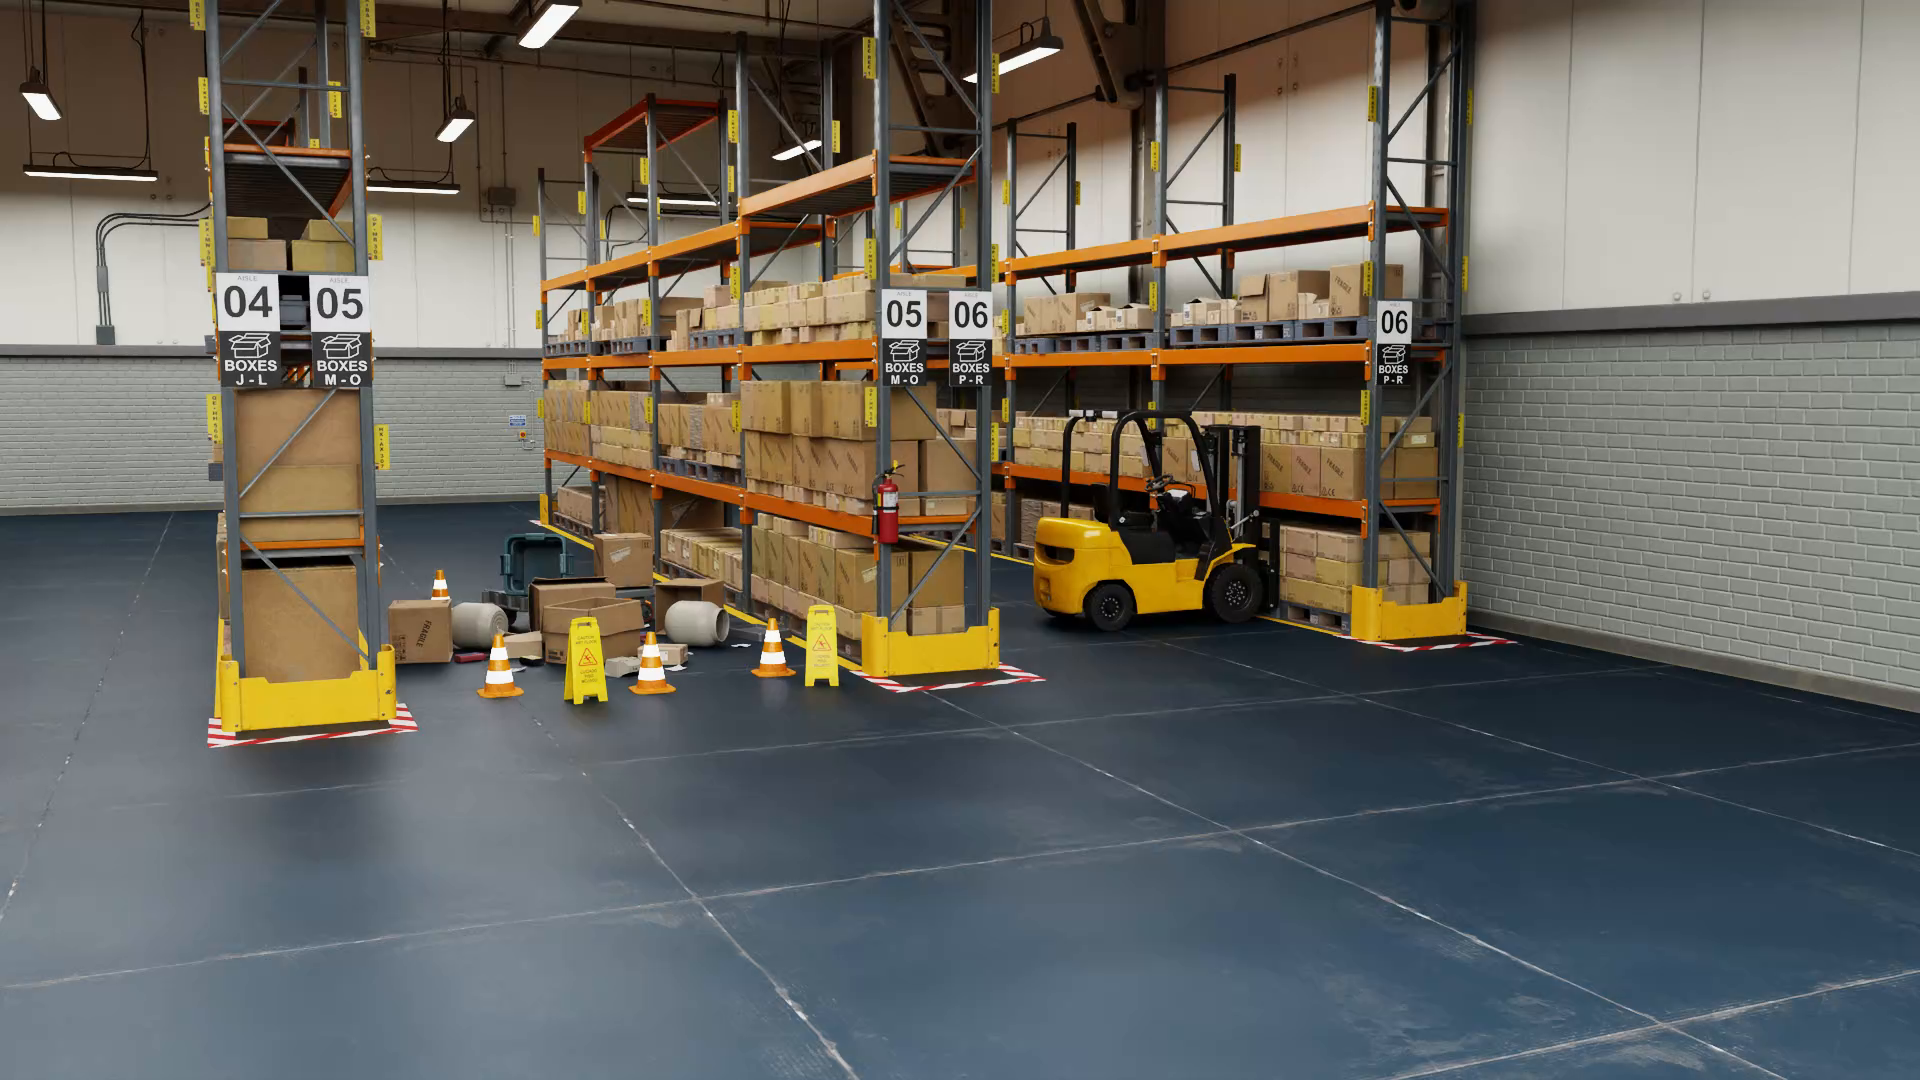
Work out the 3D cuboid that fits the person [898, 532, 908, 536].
[{"bbox_3d":[-0.865,-0.283,19.979,0.512,1.629,0.874,-3,6,-28],"label":"person"}]
